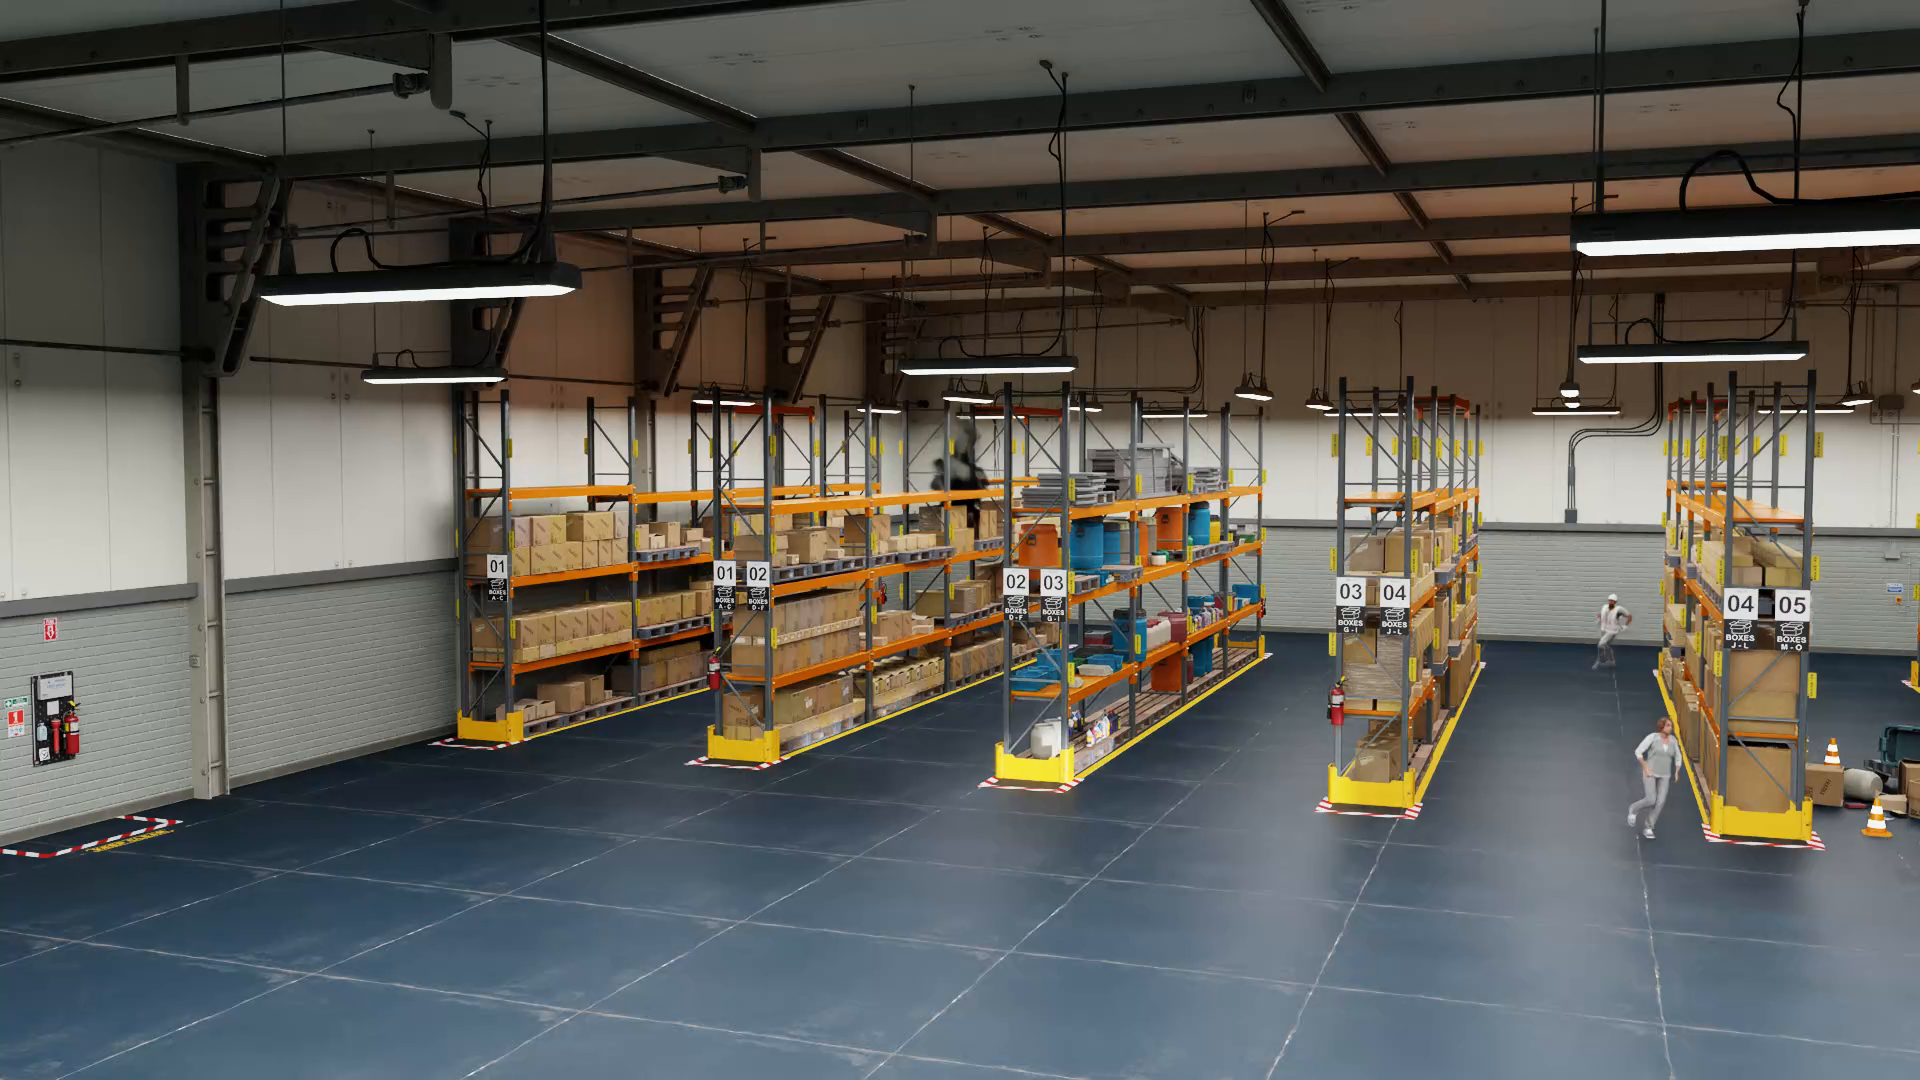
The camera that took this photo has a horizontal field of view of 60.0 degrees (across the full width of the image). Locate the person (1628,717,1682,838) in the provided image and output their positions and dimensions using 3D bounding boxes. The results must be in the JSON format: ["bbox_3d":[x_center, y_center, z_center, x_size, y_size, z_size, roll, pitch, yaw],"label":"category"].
[{"bbox_3d":[9.017,3.050,21.528,0.567,1.550,0.535,0,3,-2],"label":"person"}]

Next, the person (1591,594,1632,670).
[{"bbox_3d":[14.726,2.090,37.615,0.753,1.761,0.807,-1,3,-25],"label":"person"}]
